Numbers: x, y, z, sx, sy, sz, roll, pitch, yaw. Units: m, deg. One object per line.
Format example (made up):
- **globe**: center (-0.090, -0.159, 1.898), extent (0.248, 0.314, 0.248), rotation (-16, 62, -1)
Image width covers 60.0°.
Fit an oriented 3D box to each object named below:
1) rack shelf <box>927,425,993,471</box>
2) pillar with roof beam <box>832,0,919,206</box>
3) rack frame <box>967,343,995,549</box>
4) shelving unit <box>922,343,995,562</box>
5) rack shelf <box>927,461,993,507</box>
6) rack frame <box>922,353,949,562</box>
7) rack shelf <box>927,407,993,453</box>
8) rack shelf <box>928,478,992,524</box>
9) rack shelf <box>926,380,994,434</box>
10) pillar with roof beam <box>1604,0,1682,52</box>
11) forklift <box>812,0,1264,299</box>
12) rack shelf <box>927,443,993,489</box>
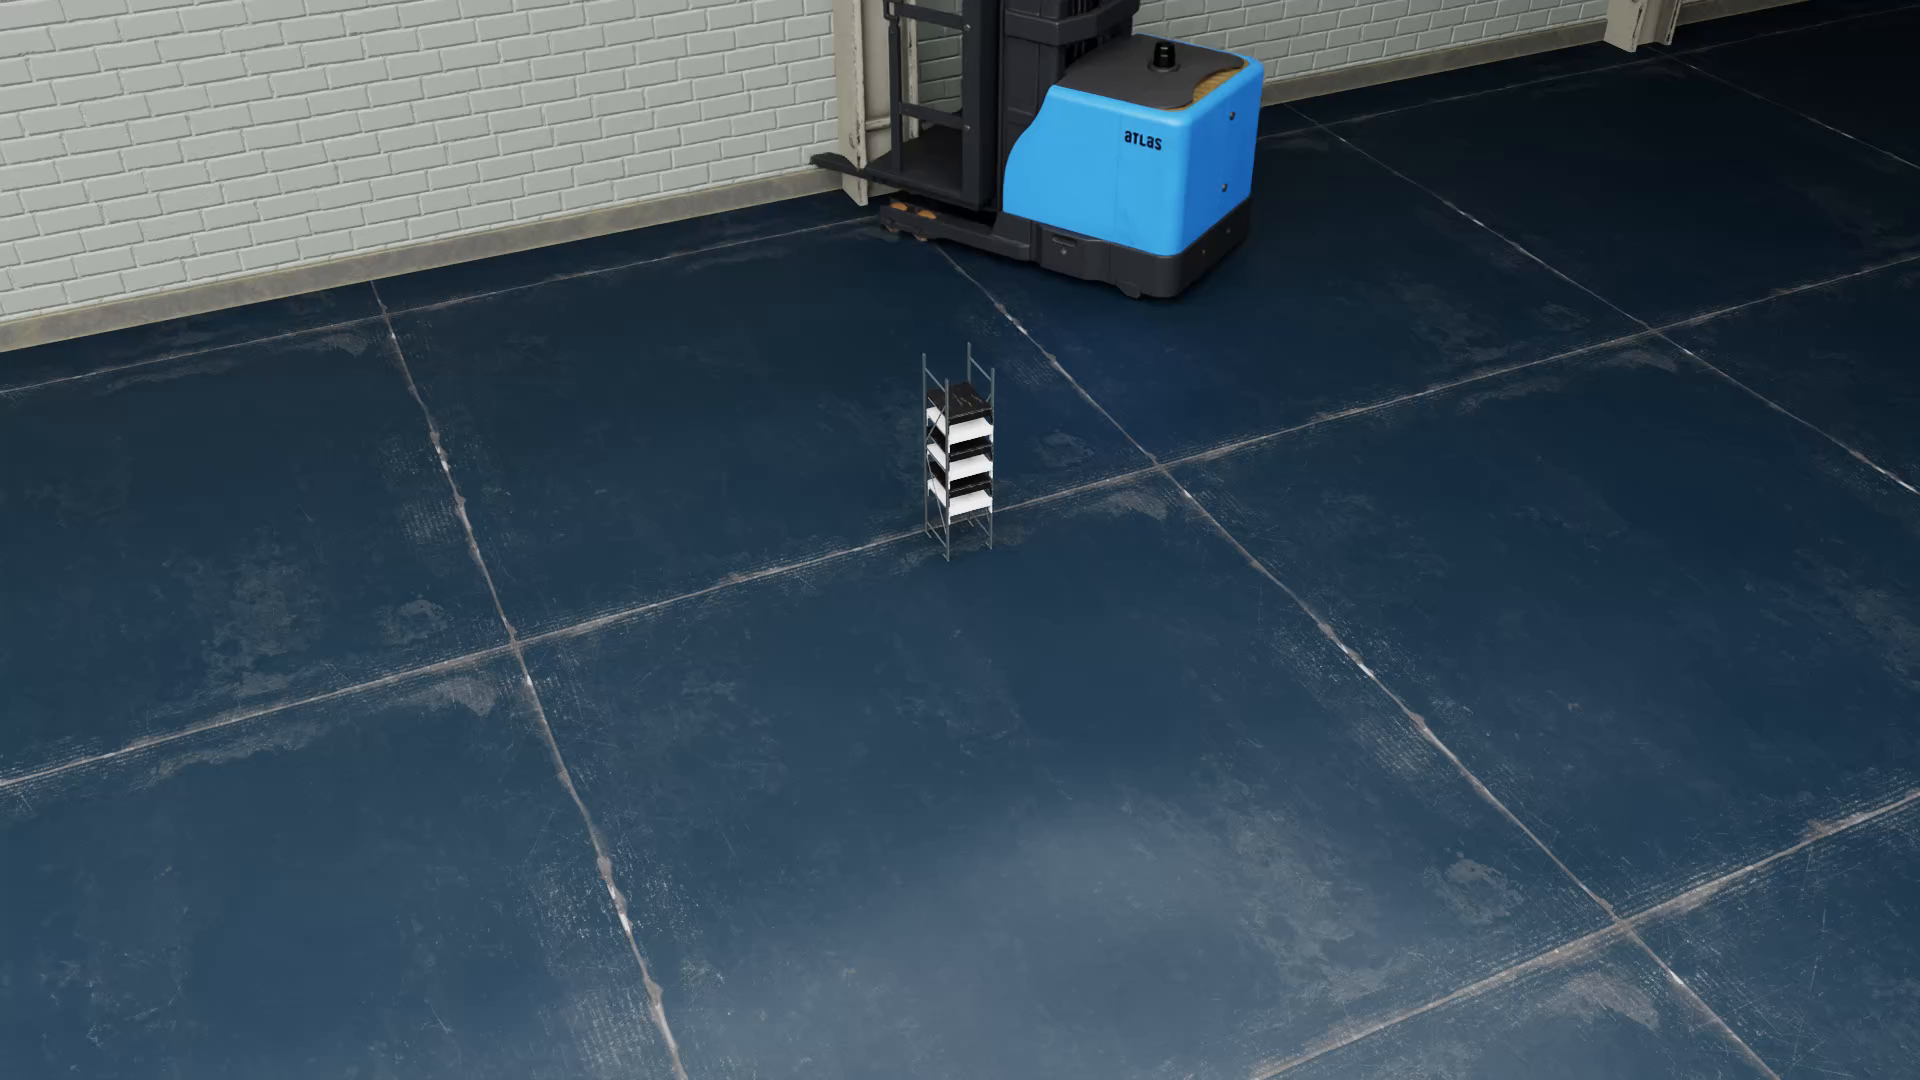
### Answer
- **rack shelf**: center (-0.007, -0.405, 6.945), extent (0.200, 0.077, 0.258), rotation (-16, 39, -20)
- **pillar with roof beam**: center (1.344, -3.423, 4.312), extent (0.400, 9.000, 9.100), rotation (-16, 39, -20)
- **rack frame**: center (0.085, -0.385, 7.014), extent (0.006, 0.900, 0.240), rotation (-16, 39, -20)
- **shelving unit**: center (-0.007, -0.359, 6.979), extent (0.210, 0.900, 0.258), rotation (-16, 39, -20)
- **rack shelf**: center (-0.007, -0.260, 7.053), extent (0.200, 0.077, 0.258), rotation (-16, 39, -20)
- **rack frame**: center (-0.099, -0.334, 6.944), extent (0.006, 0.900, 0.240), rotation (-16, 39, -20)
- **rack shelf**: center (-0.007, -0.477, 6.892), extent (0.200, 0.077, 0.258), rotation (-16, 39, -20)
- **rack shelf**: center (-0.007, -0.188, 7.106), extent (0.200, 0.077, 0.258), rotation (-16, 39, -20)
- **rack shelf**: center (-0.007, -0.549, 6.838), extent (0.200, 0.077, 0.258), rotation (-16, 39, -20)
- **pillar with roof beam**: center (6.776, -4.942, 6.359), extent (0.400, 9.000, 9.100), rotation (-16, 39, -20)
- **forklift**: center (0.139, -3.143, 9.027), extent (3.031, 2.935, 1.130), rotation (21, 42, 26)
- **rack shelf**: center (-0.007, -0.333, 6.999), extent (0.200, 0.077, 0.258), rotation (-16, 39, -20)
